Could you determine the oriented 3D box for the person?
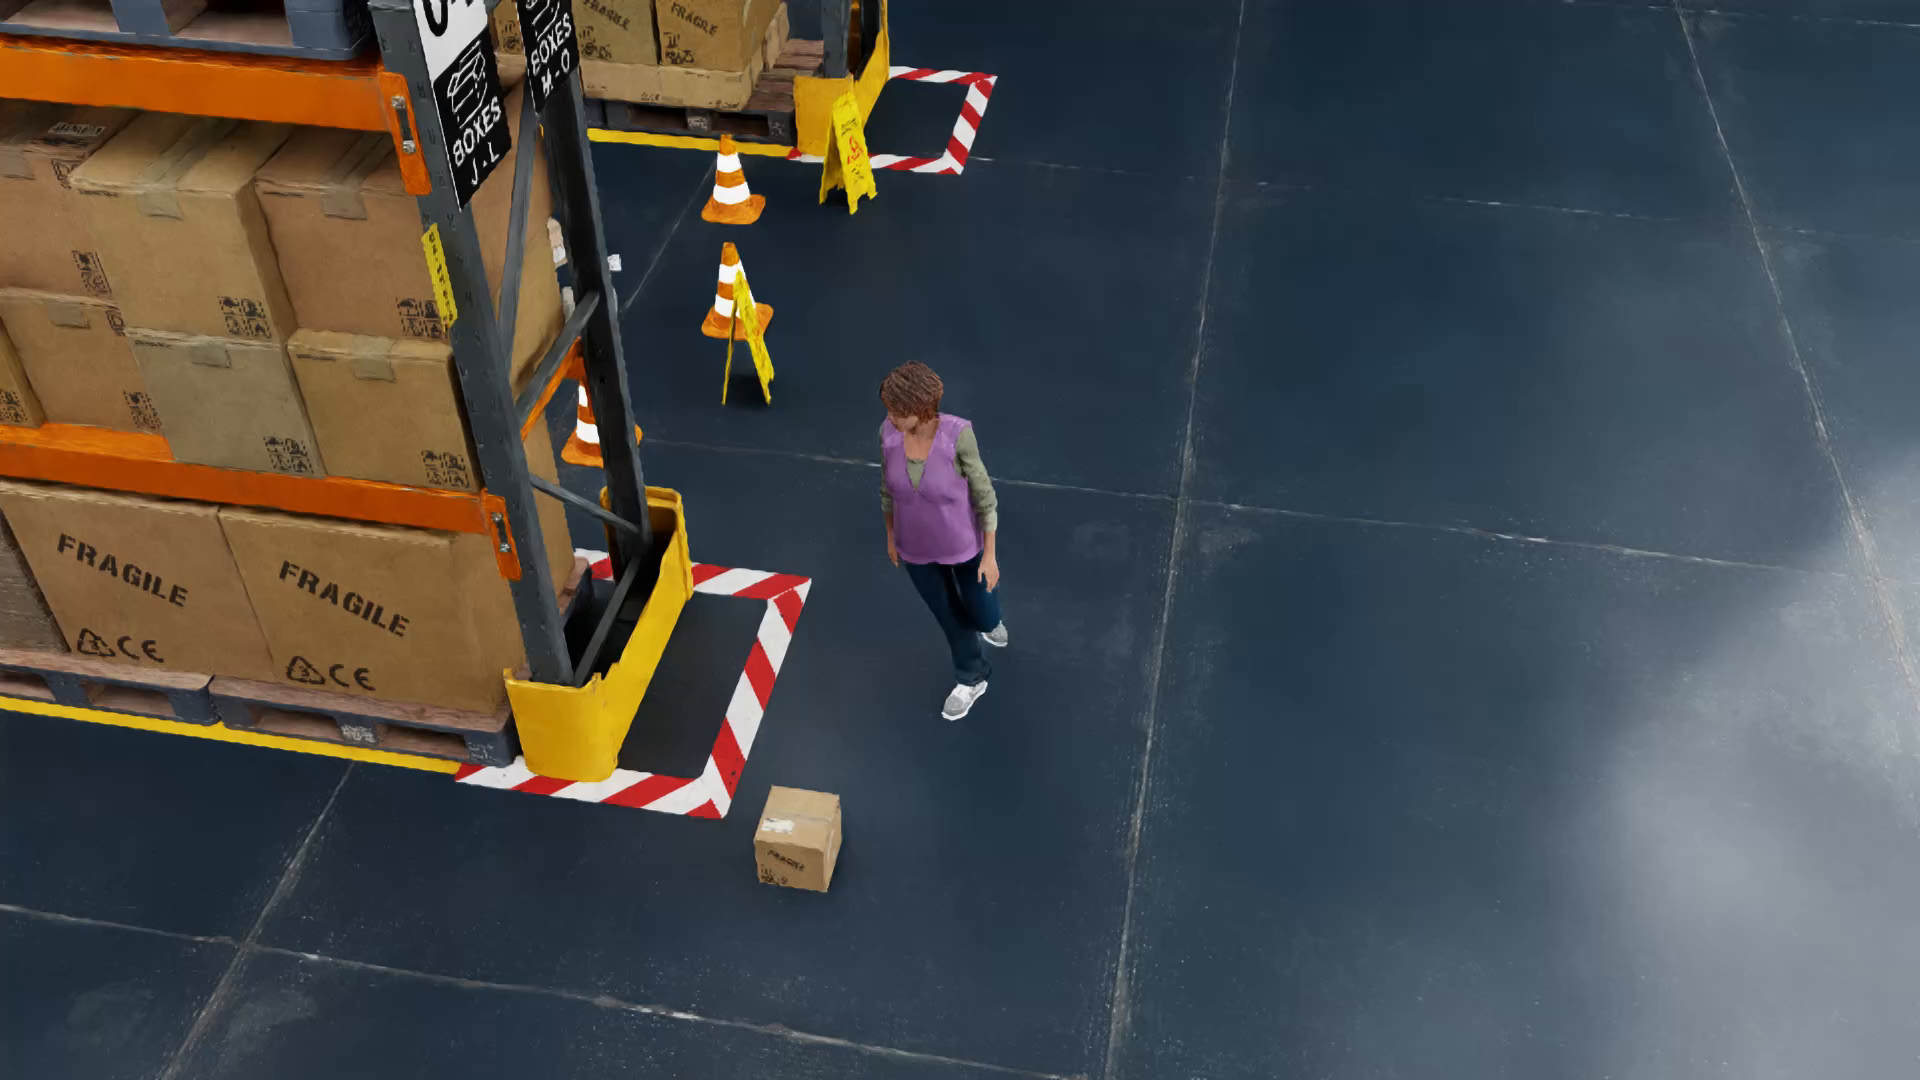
[{"bbox_3d":[-0.055,-0.038,6.222,0.470,1.561,0.517,6,41,7],"label":"person"}]
